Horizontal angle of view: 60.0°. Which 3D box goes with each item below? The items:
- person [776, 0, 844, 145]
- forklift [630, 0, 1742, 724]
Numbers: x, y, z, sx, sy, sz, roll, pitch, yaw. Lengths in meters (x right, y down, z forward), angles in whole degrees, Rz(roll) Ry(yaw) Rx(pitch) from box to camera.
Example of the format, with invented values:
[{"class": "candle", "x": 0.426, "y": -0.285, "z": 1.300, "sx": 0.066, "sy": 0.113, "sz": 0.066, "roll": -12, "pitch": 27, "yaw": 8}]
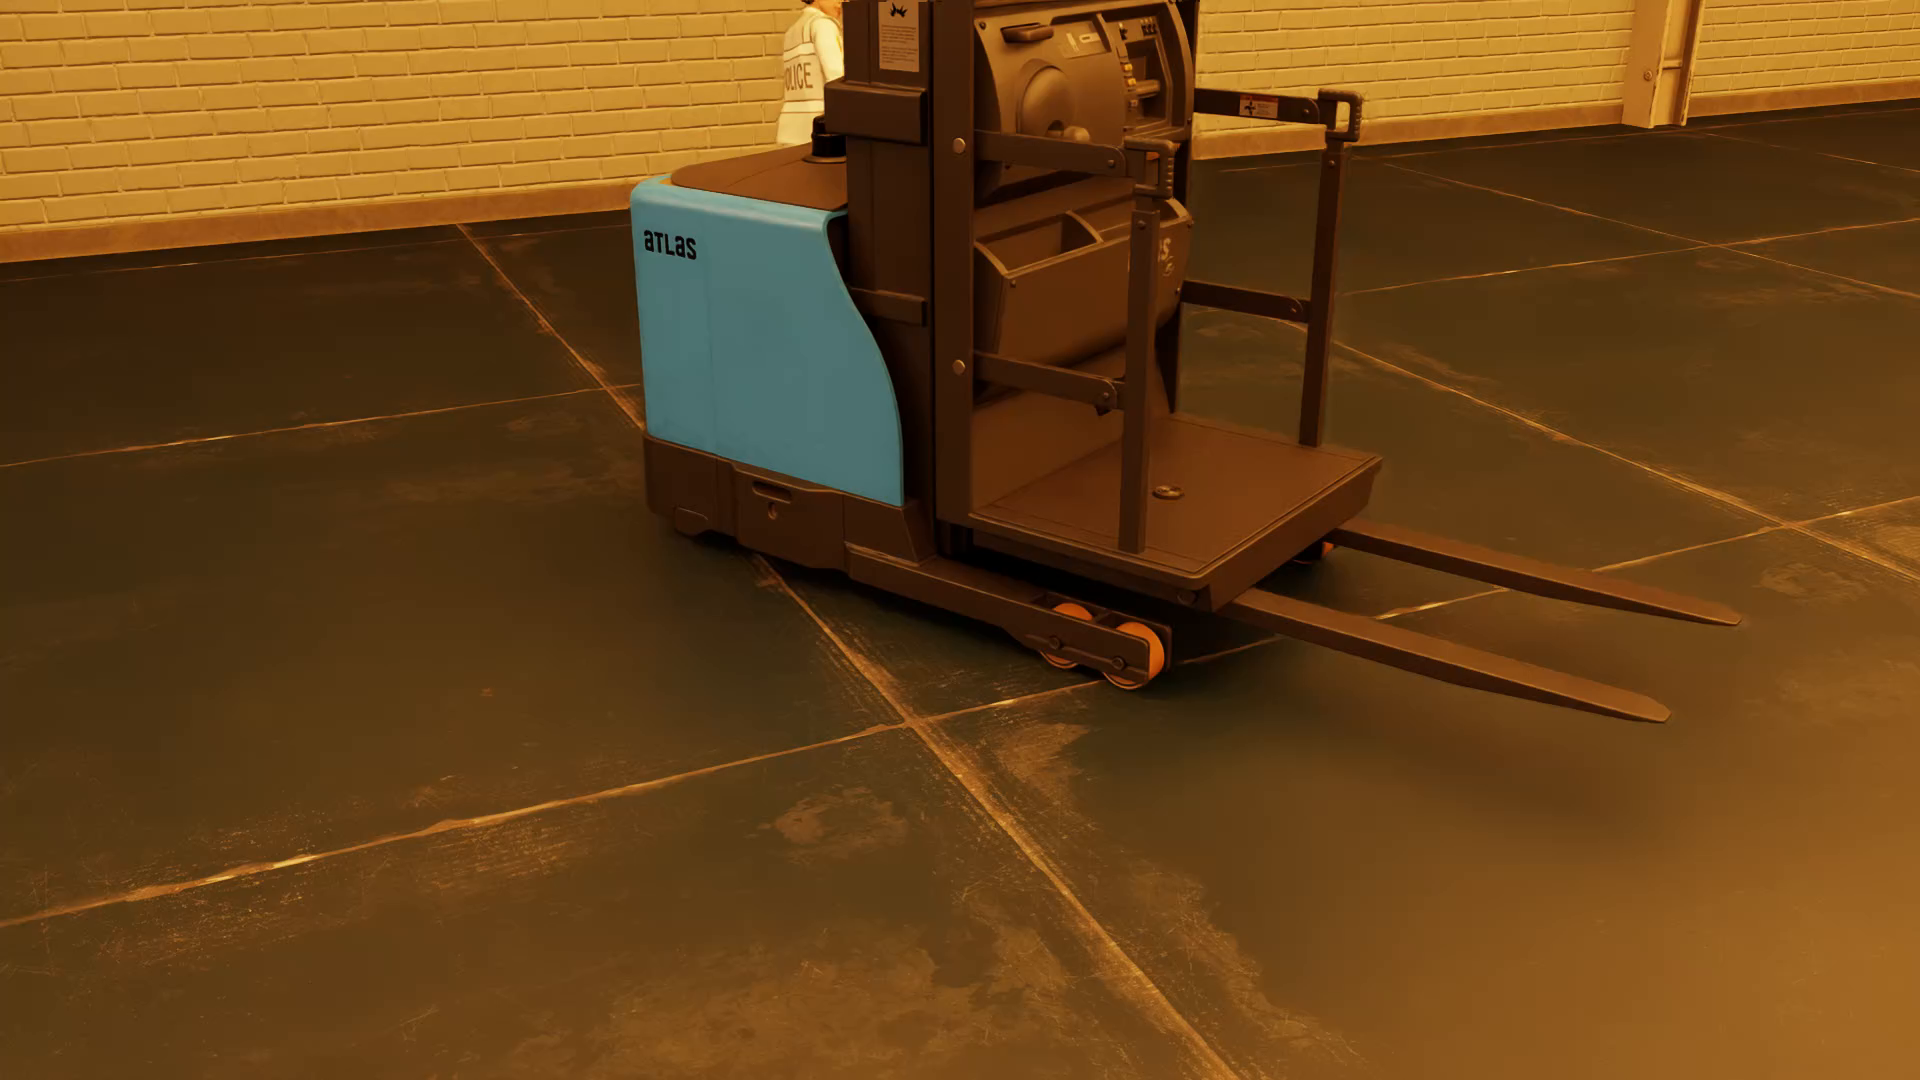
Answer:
[{"class": "person", "x": -0.486, "y": -1.762, "z": 7.371, "sx": 0.742, "sy": 1.563, "sz": 0.777, "roll": 18, "pitch": 28, "yaw": 36}, {"class": "forklift", "x": 0.508, "y": -1.207, "z": 4.192, "sx": 3.031, "sy": 2.935, "sz": 1.130, "roll": 16, "pitch": 27, "yaw": 34}]
